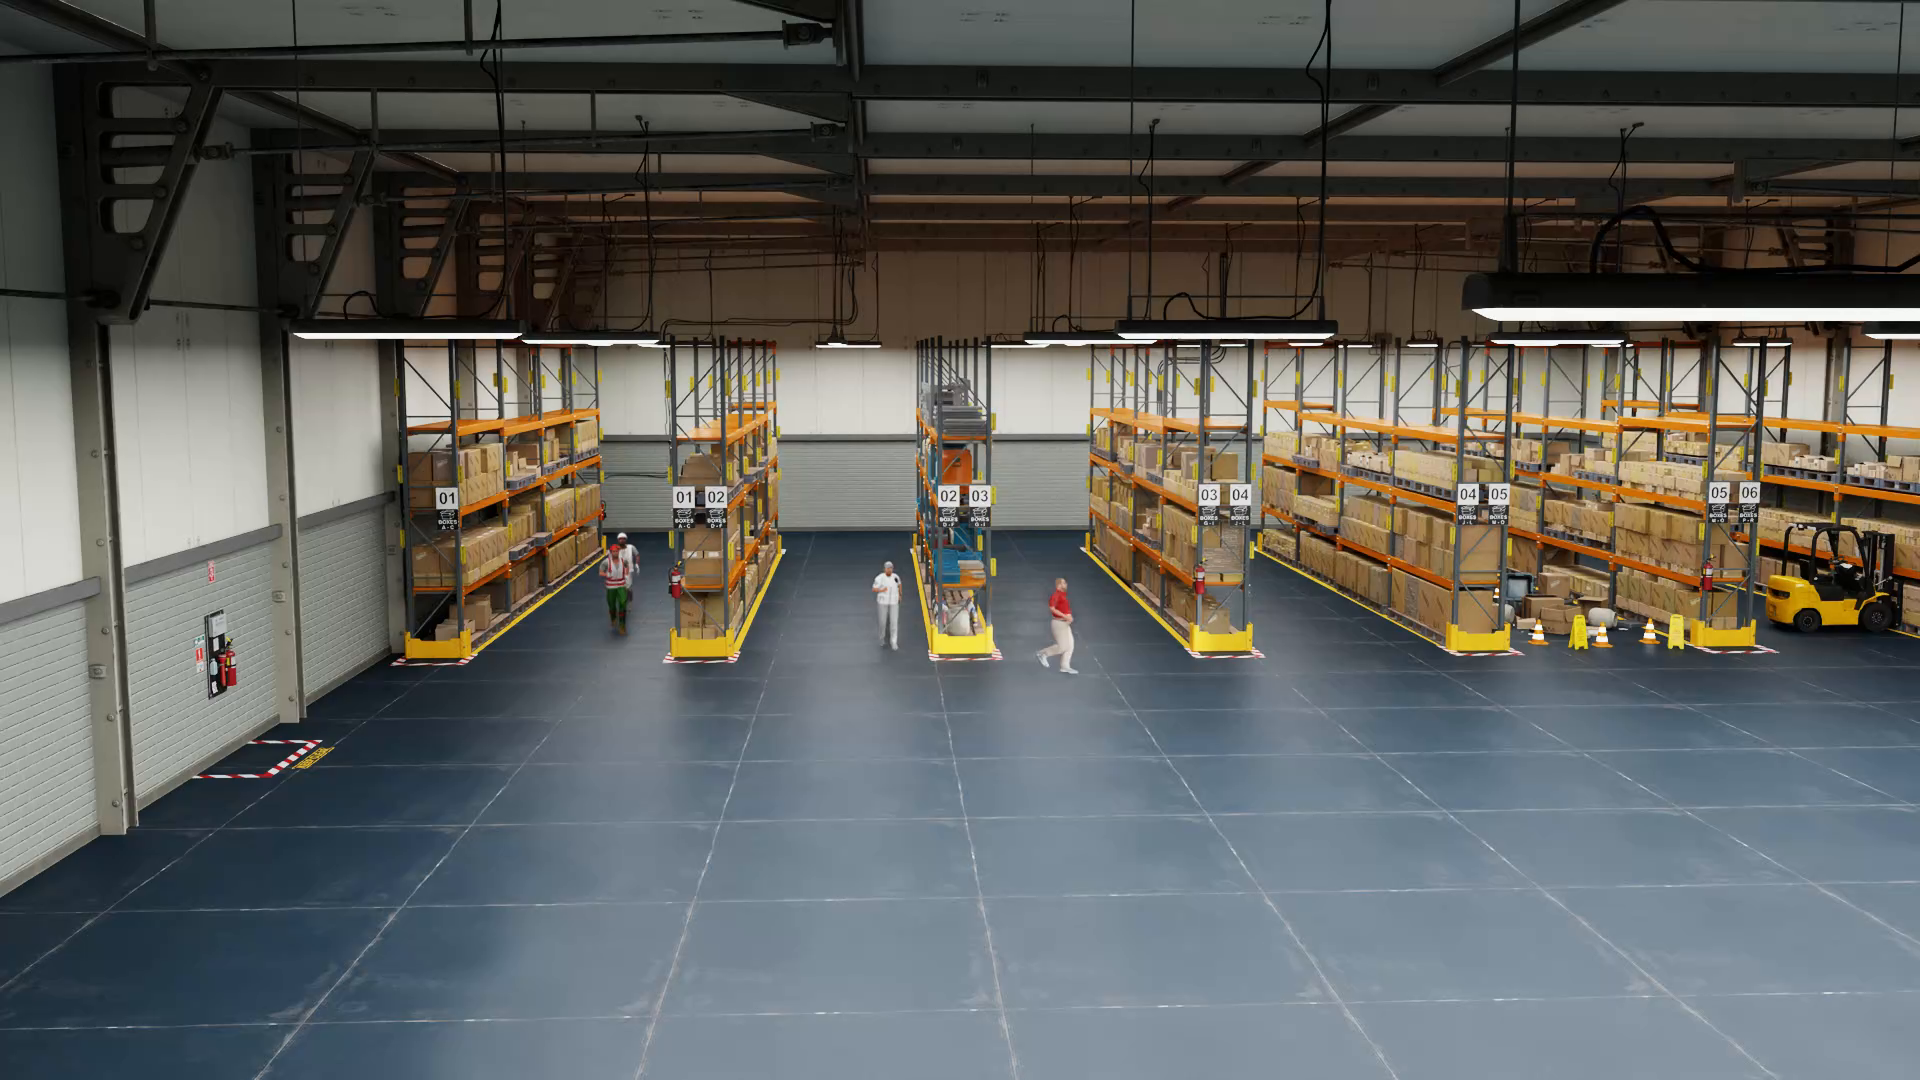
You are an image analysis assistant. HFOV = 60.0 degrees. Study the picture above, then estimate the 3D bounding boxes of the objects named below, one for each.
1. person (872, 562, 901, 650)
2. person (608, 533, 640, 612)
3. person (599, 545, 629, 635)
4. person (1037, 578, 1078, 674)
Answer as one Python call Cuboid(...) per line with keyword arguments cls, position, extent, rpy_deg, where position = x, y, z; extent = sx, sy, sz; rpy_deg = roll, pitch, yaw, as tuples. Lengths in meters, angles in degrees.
Cuboid(cls="person", position=(-1.387, 1.250, 31.947), extent=(0.590, 1.667, 0.875), rpy_deg=(-1, 7, -13))
Cuboid(cls="person", position=(-7.336, 0.717, 36.288), extent=(0.662, 1.748, 0.659), rpy_deg=(-1, 7, -8))
Cuboid(cls="person", position=(-7.056, 1.000, 33.939), extent=(0.624, 1.839, 0.926), rpy_deg=(-2, 7, -15))
Cuboid(cls="person", position=(1.762, 1.531, 29.622), extent=(0.691, 1.720, 0.656), rpy_deg=(2, 7, 14))
